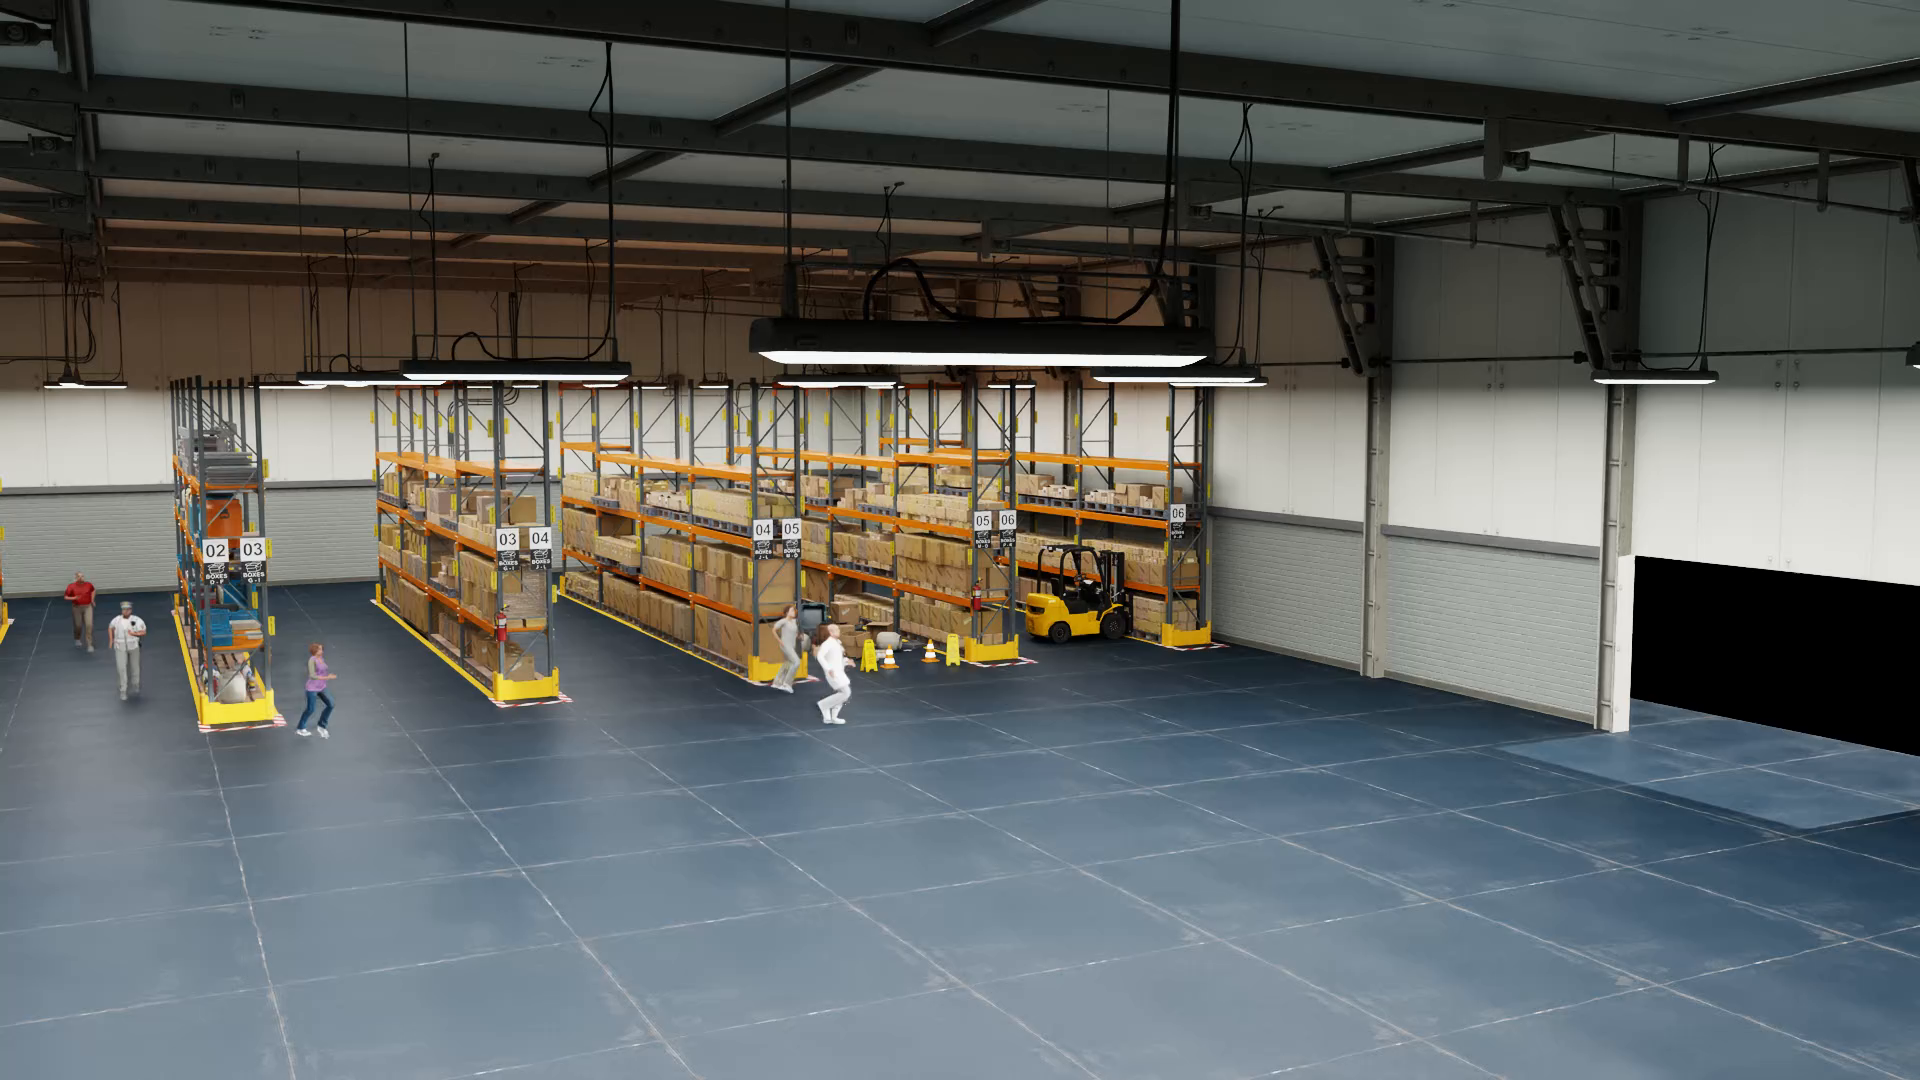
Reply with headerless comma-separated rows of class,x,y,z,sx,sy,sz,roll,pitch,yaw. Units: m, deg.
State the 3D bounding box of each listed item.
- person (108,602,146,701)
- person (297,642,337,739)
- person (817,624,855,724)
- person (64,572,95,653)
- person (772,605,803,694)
person,-15.617,2.055,31.207,0.649,1.823,0.885,-2,6,-24
person,-10.606,2.489,27.430,0.760,1.620,0.503,1,5,12
person,-2.121,2.312,28.669,0.624,1.732,0.715,1,5,10
person,-19.446,1.576,36.805,0.657,1.756,0.922,-4,6,-36
person,-3.293,2.079,31.699,0.661,1.688,0.553,2,6,23
